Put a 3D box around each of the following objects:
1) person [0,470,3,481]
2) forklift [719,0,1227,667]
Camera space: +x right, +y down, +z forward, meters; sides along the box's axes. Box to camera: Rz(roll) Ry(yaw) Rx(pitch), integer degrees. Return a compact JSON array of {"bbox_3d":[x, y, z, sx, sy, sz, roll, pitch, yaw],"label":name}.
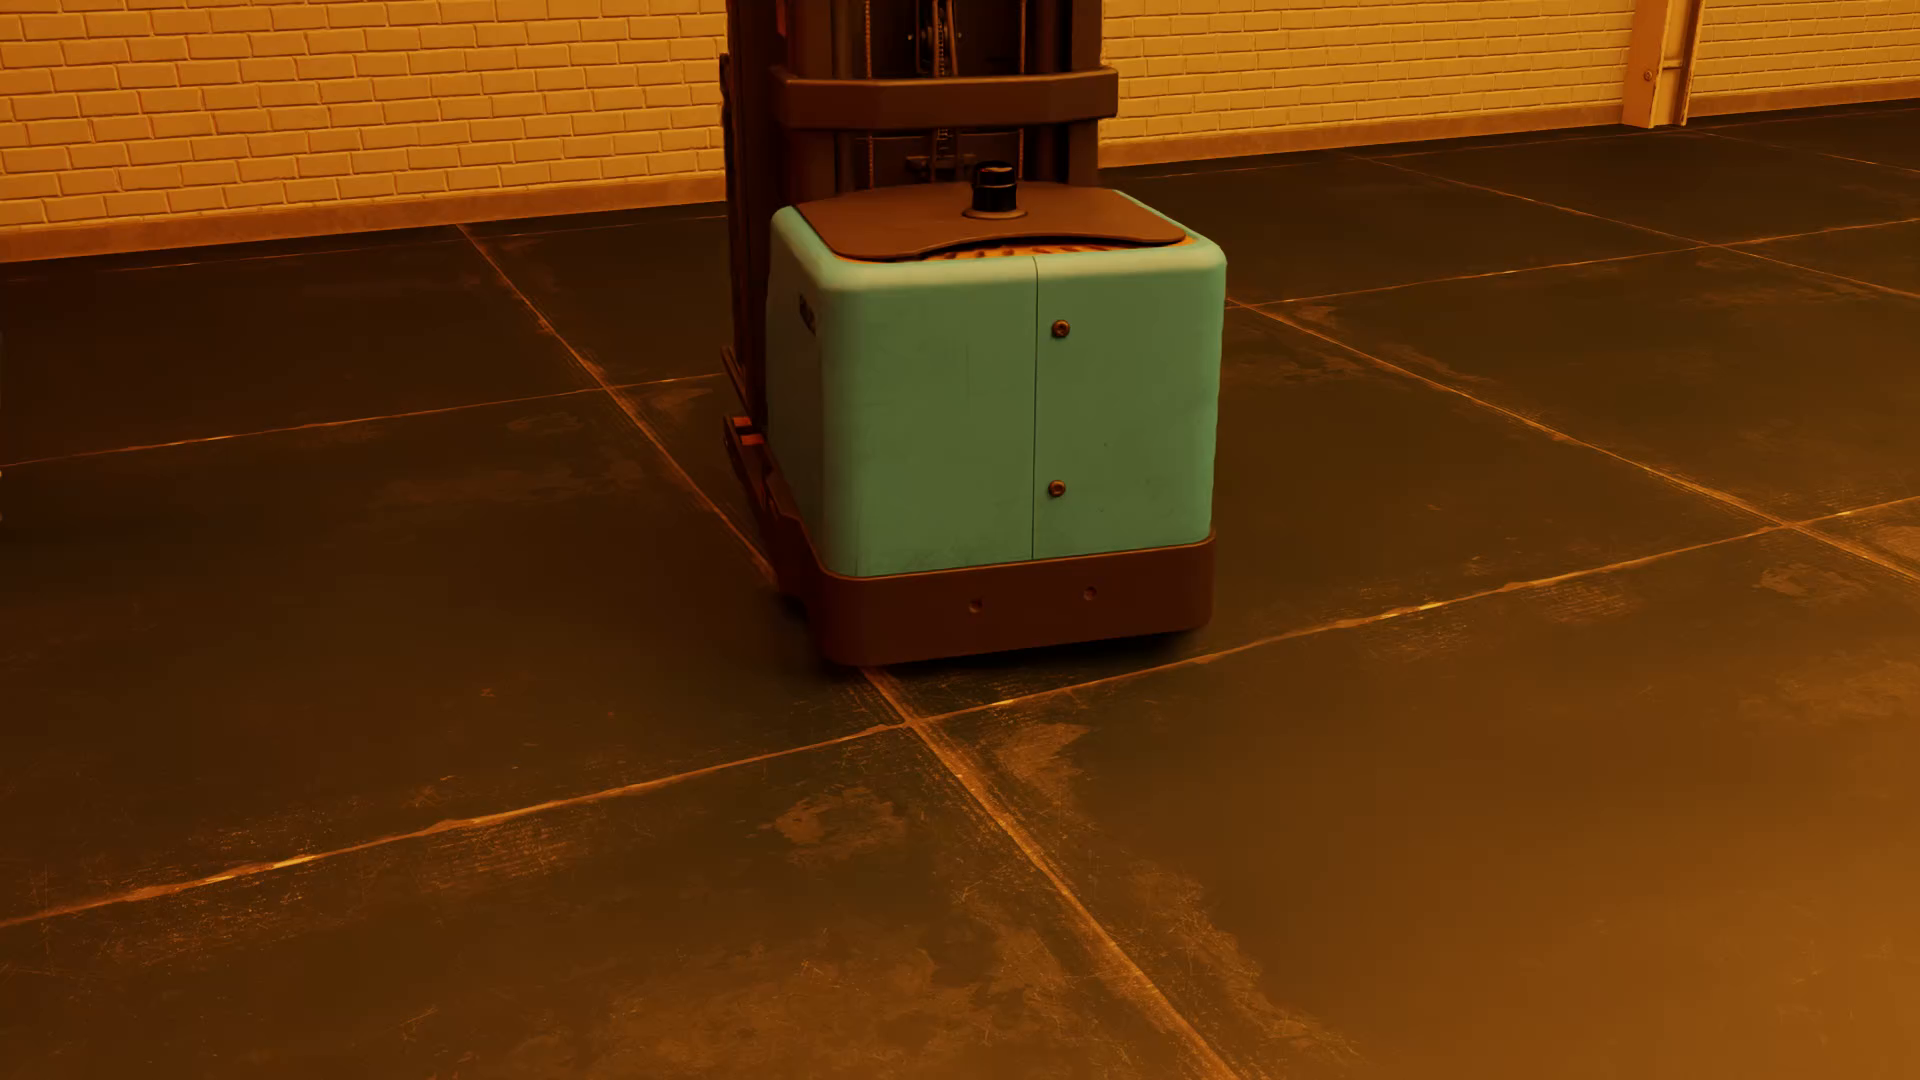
[{"bbox_3d":[-3.228,-0.807,4.874,0.440,1.724,0.891,-6,23,-14],"label":"person"},{"bbox_3d":[-0.193,-1.573,5.072,1.130,2.935,3.031,-6,23,-13],"label":"forklift"}]
